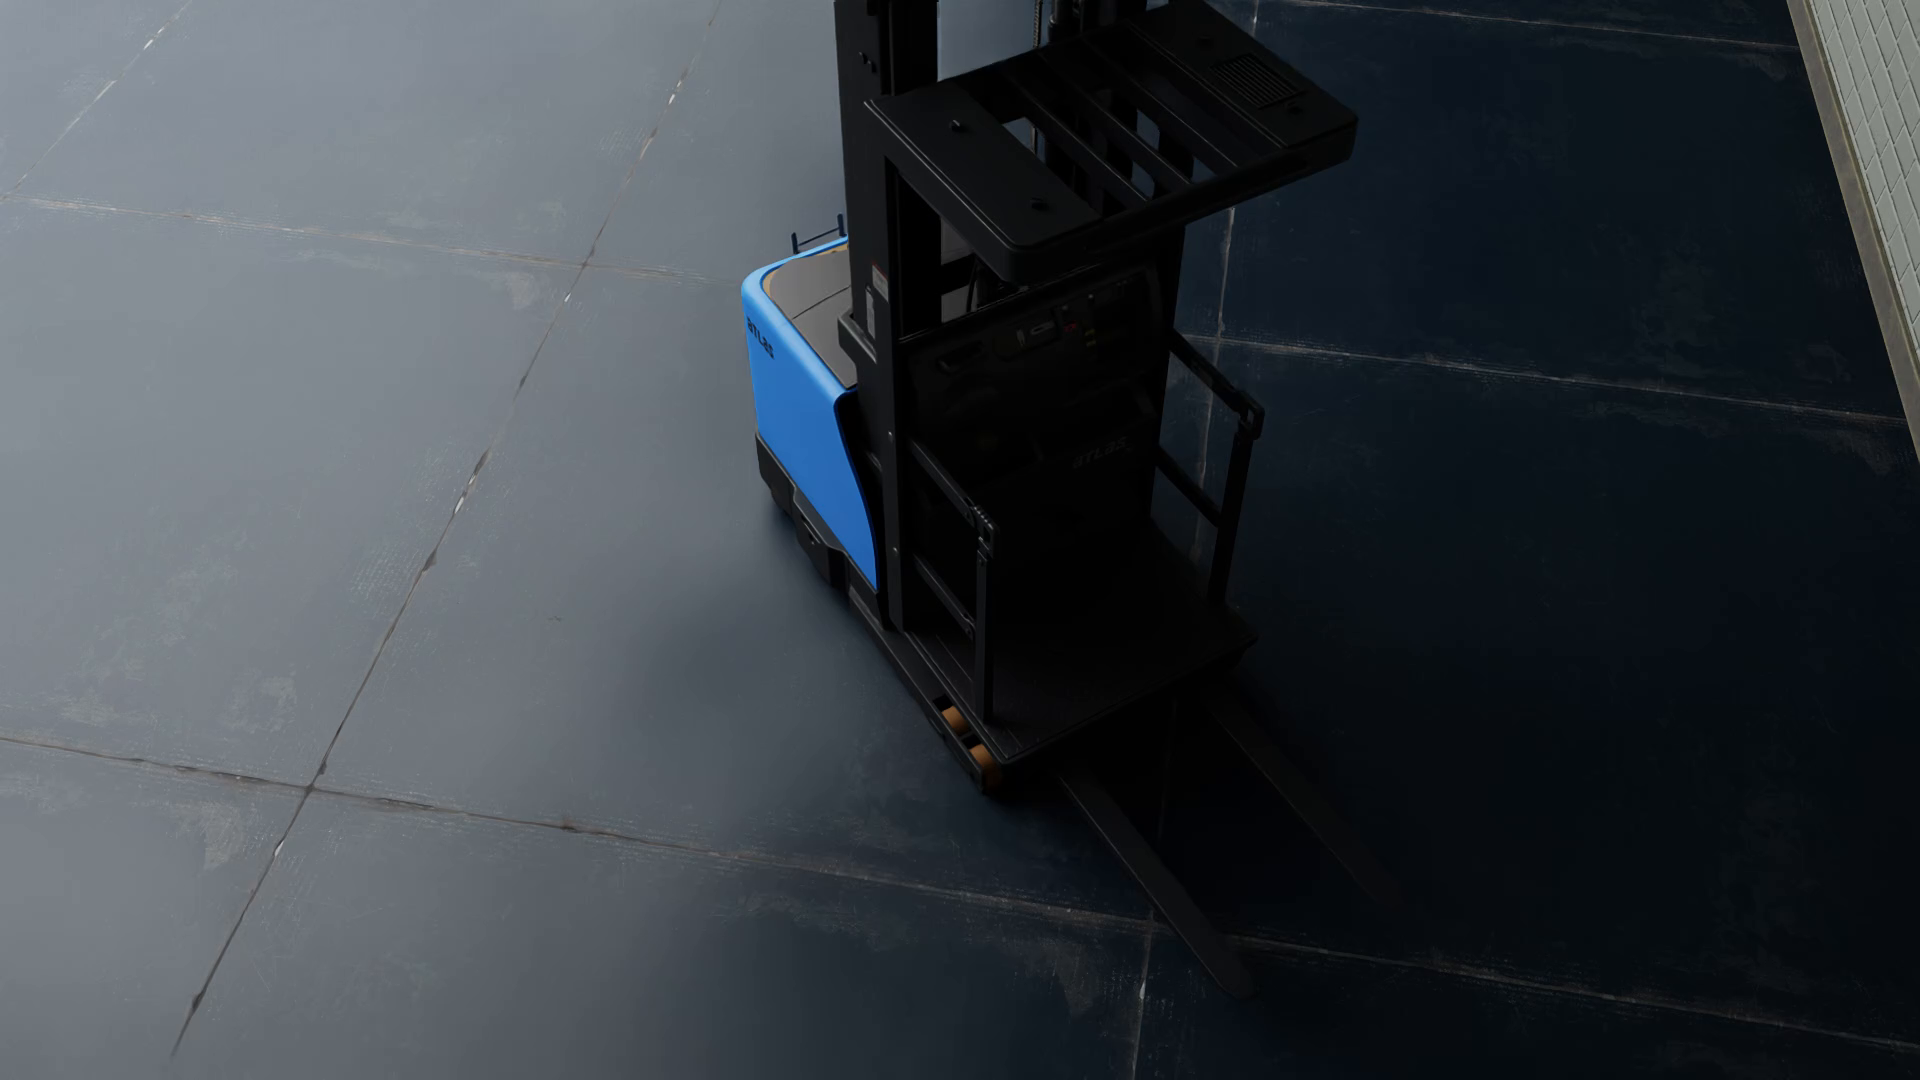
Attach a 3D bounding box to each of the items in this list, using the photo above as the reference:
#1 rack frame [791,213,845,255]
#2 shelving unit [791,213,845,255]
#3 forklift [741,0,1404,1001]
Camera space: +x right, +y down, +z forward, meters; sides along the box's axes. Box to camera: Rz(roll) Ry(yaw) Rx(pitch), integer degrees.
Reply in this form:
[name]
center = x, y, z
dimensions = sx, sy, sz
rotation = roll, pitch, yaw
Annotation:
[rack frame]
center = -0.550, -0.942, 6.965
dimensions = 0.240, 0.900, 0.006
rotation = -28, 49, -23
[shelving unit]
center = -0.491, -0.887, 6.903
dimensions = 0.258, 0.900, 0.210
rotation = -28, 49, -23
[forklift]
center = 0.365, -0.495, 5.196
dimensions = 1.130, 2.935, 3.031
rotation = -24, 52, -20
